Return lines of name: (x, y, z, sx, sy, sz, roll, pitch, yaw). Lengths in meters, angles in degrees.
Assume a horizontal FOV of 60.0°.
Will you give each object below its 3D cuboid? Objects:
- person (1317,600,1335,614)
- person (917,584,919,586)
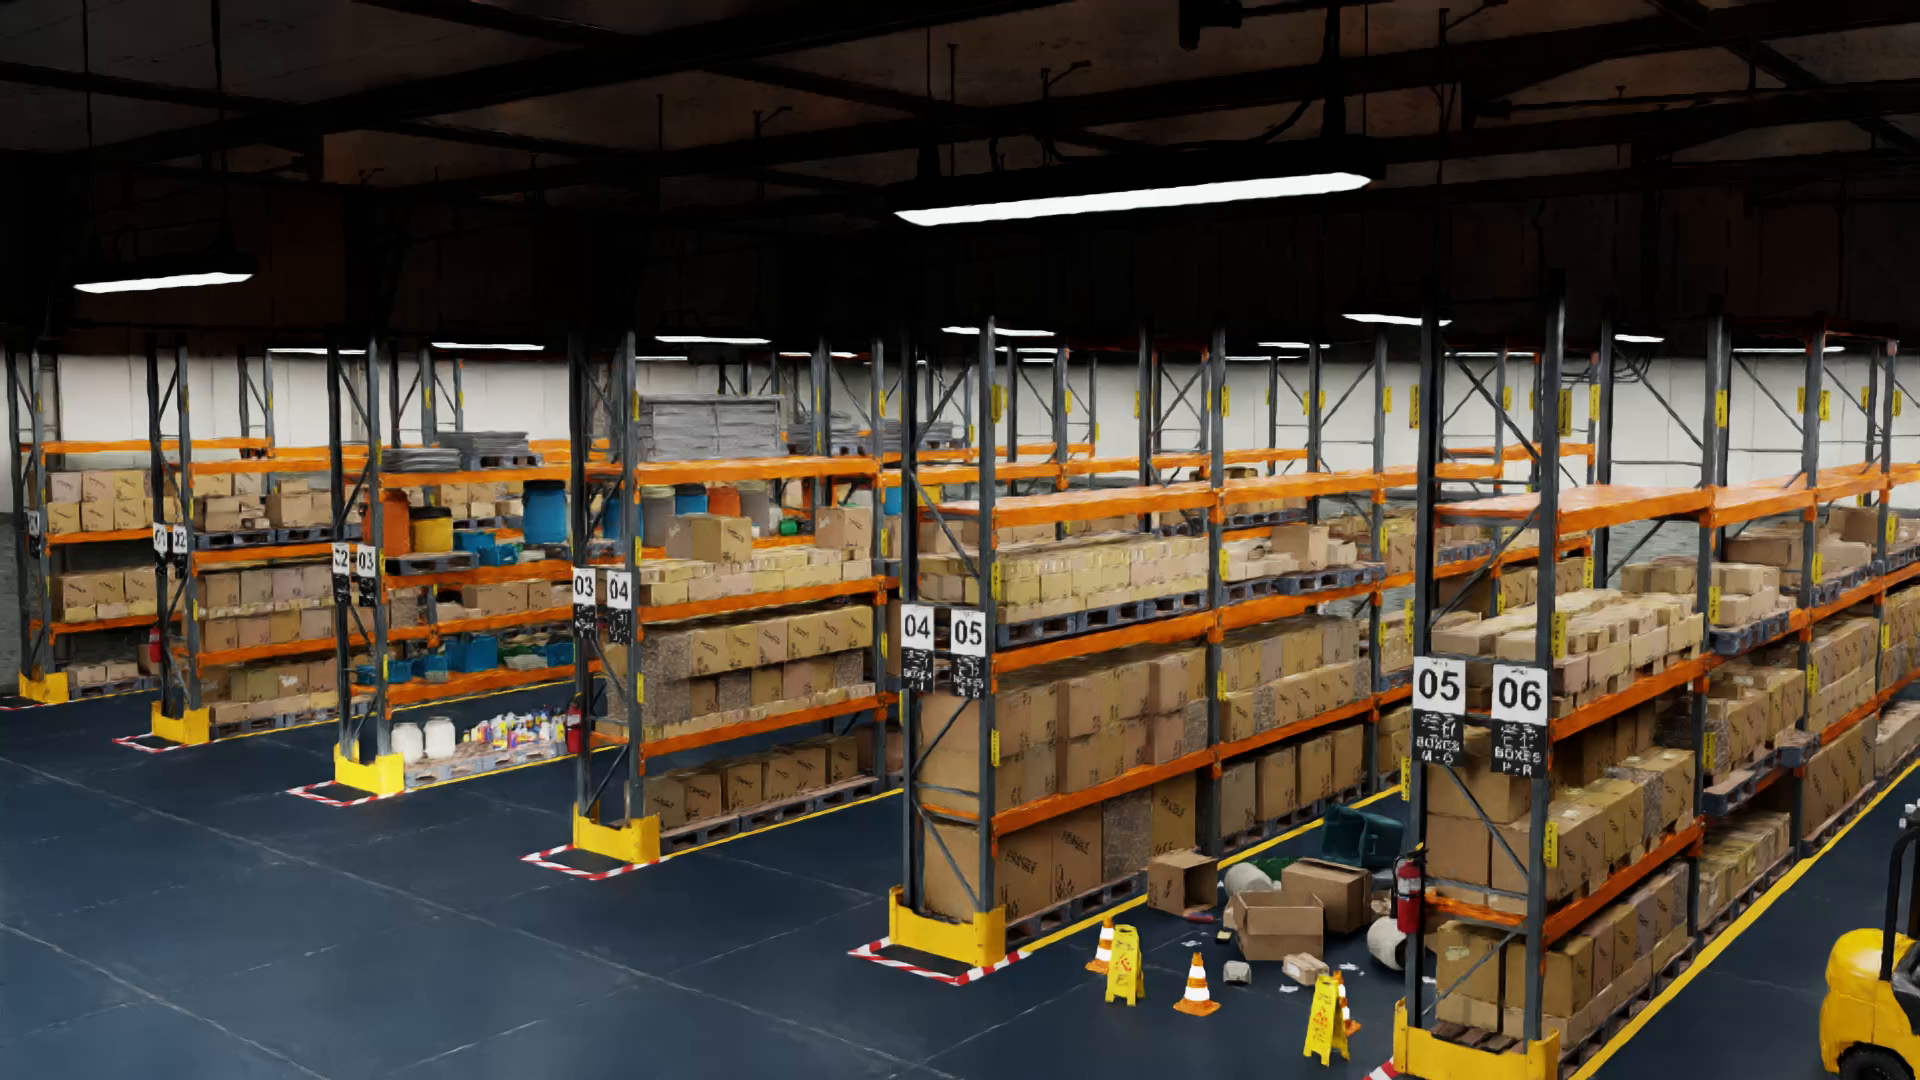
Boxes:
person: (7.572, 1.144, 35.084, 0.598, 1.698, 1.194, 4, 7, 41)
person: (-0.946, 0.611, 41.110, 0.702, 1.734, 0.549, 4, 6, 38)
